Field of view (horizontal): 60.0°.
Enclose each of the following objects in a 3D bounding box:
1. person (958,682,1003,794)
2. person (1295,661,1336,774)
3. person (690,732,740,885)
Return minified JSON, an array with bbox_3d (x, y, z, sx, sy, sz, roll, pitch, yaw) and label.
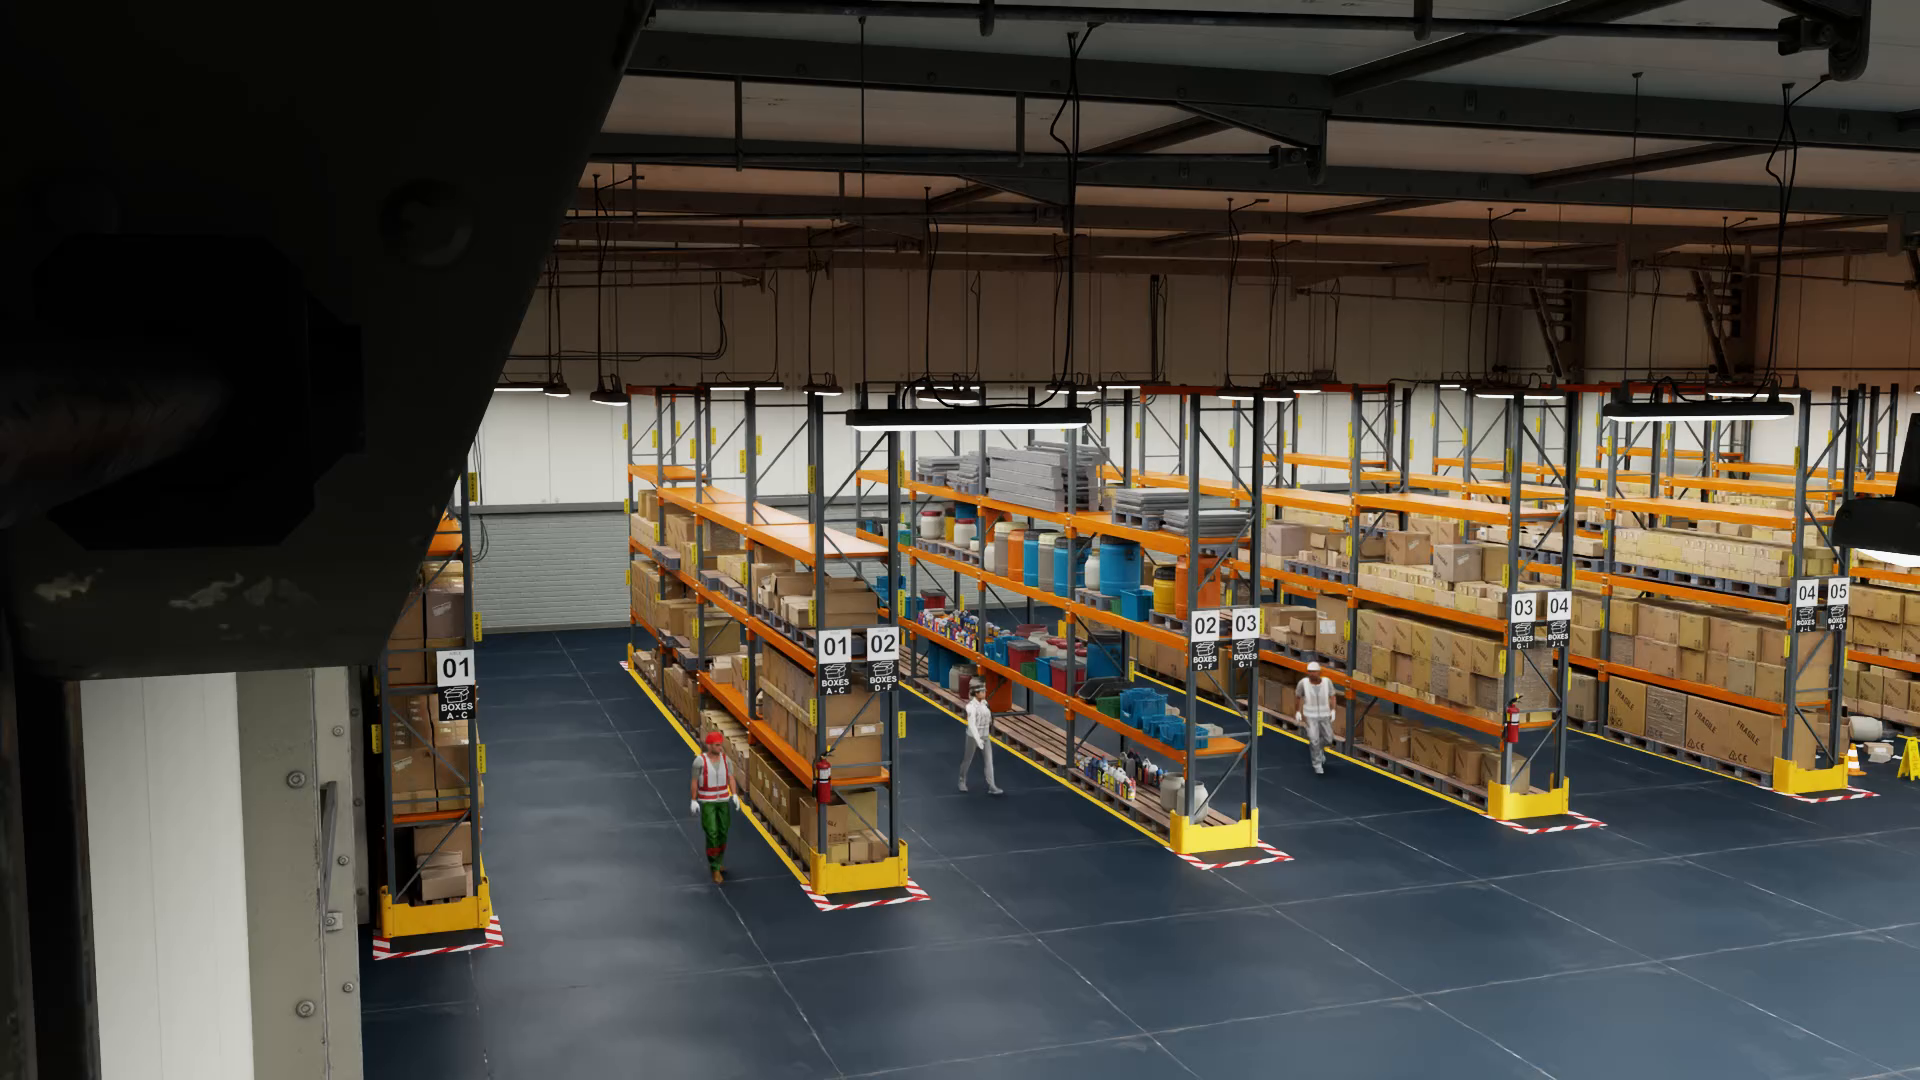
[{"bbox_3d":[0.305,2.940,24.726,0.495,1.653,0.848,-5,8,-41],"label":"person"},{"bbox_3d":[5.600,2.762,26.200,0.606,1.753,0.680,0,6,-3],"label":"person"},{"bbox_3d":[-3.003,3.314,20.721,0.563,1.805,0.670,-4,7,-32],"label":"person"}]
